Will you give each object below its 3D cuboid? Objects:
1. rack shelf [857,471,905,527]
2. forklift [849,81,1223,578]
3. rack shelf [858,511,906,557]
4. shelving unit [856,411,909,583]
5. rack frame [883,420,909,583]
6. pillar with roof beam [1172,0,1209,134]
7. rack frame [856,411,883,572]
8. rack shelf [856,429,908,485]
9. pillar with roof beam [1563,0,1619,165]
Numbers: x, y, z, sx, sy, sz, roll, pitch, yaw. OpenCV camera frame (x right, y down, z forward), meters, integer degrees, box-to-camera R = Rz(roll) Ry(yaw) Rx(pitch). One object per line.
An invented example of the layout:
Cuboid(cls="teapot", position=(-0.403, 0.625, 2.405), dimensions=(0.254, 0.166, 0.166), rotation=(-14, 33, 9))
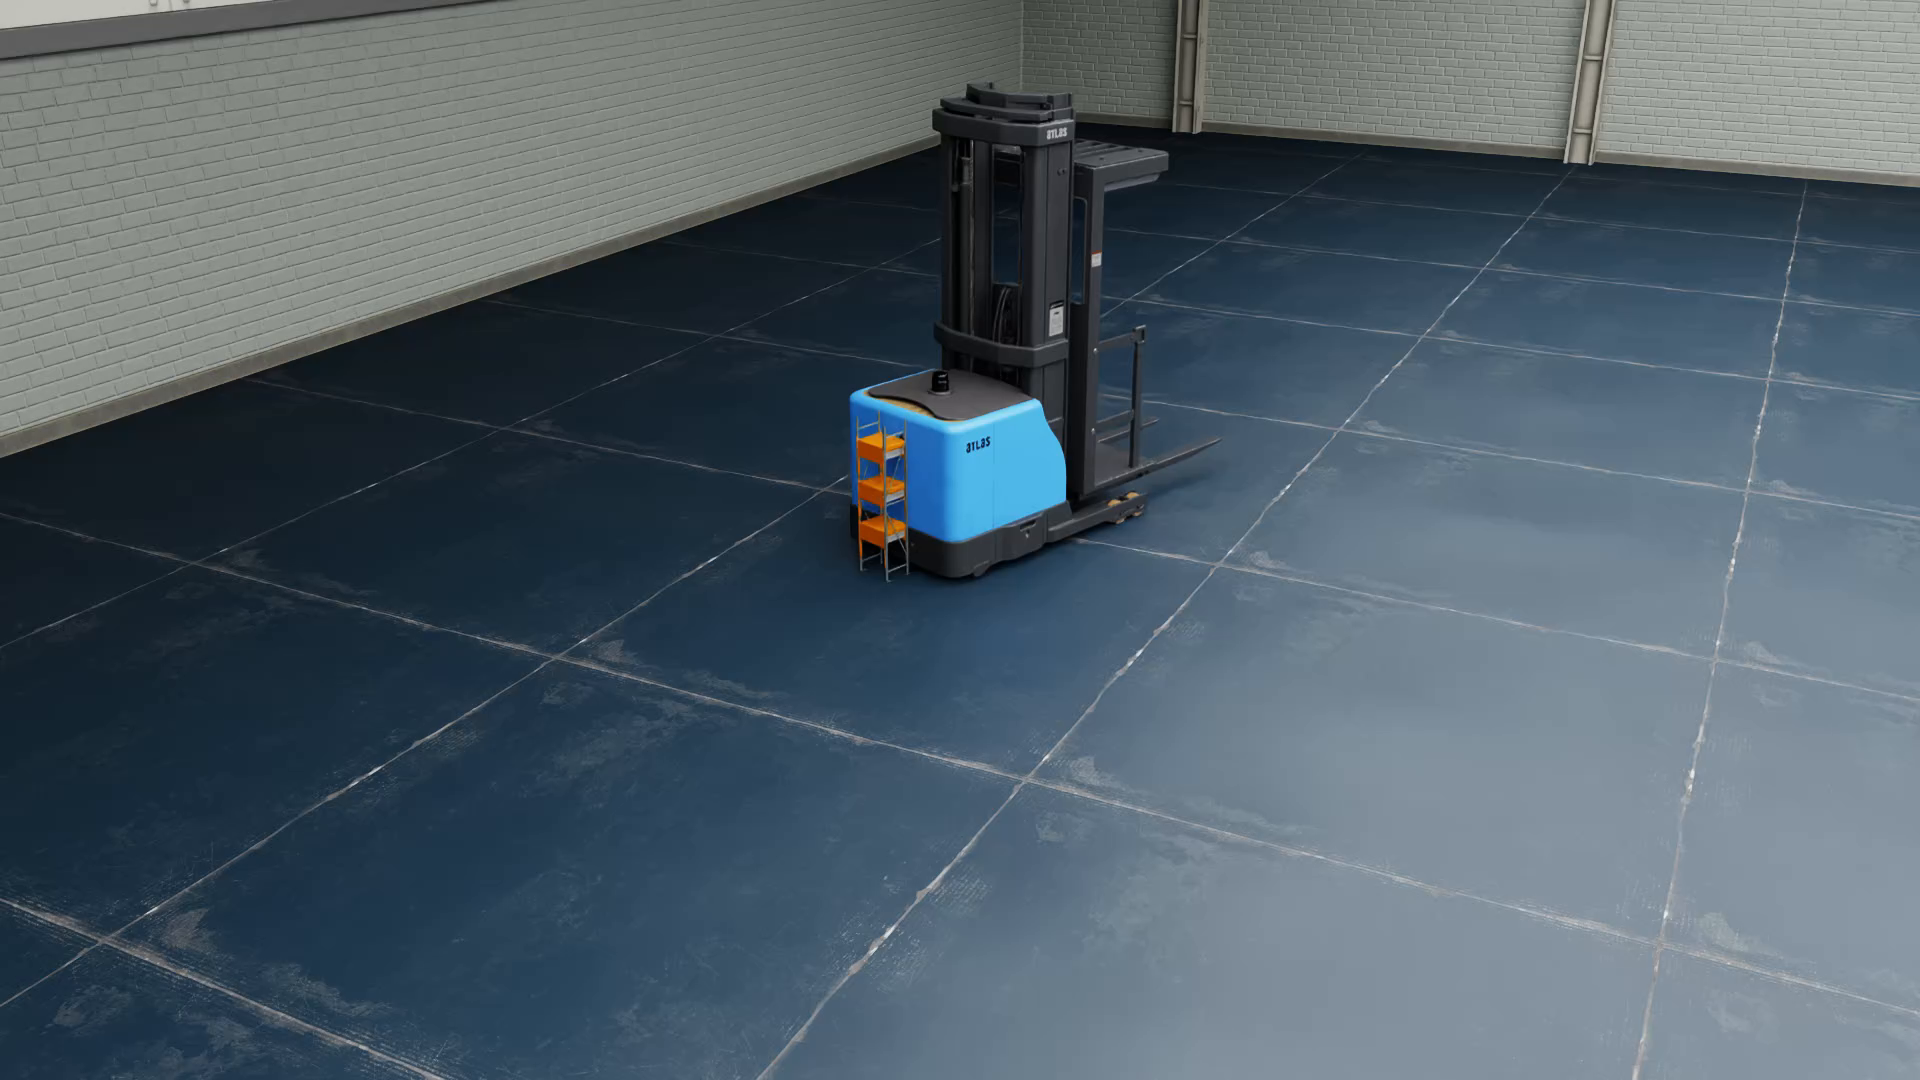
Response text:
Cuboid(cls="rack shelf", position=(-0.489, -0.261, 10.549), dimensions=(0.240, 0.259, 0.215), rotation=(21, 31, 40))
Cuboid(cls="forklift", position=(0.667, -1.589, 11.240), dimensions=(3.031, 2.935, 1.130), rotation=(-21, 31, -40))
Cuboid(cls="rack shelf", position=(-0.489, -0.005, 10.658), dimensions=(0.240, 0.259, 0.215), rotation=(21, 31, 40))
Cuboid(cls="shelving unit", position=(-0.489, -0.271, 10.545), dimensions=(0.252, 1.050, 0.215), rotation=(21, 31, 40))
Cuboid(cls="rack frame", position=(-0.402, -0.237, 10.466), dimensions=(0.008, 1.050, 0.200), rotation=(21, 31, 40))
Cuboid(cls="pillar with roof beam", position=(1.691, -9.183, 21.345), dimensions=(0.400, 9.000, 9.100), rotation=(11, 25, 25))
Cuboid(cls="rack frame", position=(-0.576, -0.304, 10.623), dimensions=(0.008, 1.050, 0.200), rotation=(21, 31, 40))
Cuboid(cls="rack shelf", position=(-0.489, -0.522, 10.438), dimensions=(0.240, 0.259, 0.215), rotation=(21, 31, 40))
Cuboid(cls="pillar with roof beam", position=(7.046, -8.124, 18.853), dimensions=(0.400, 9.000, 9.100), rotation=(11, 25, 25))
